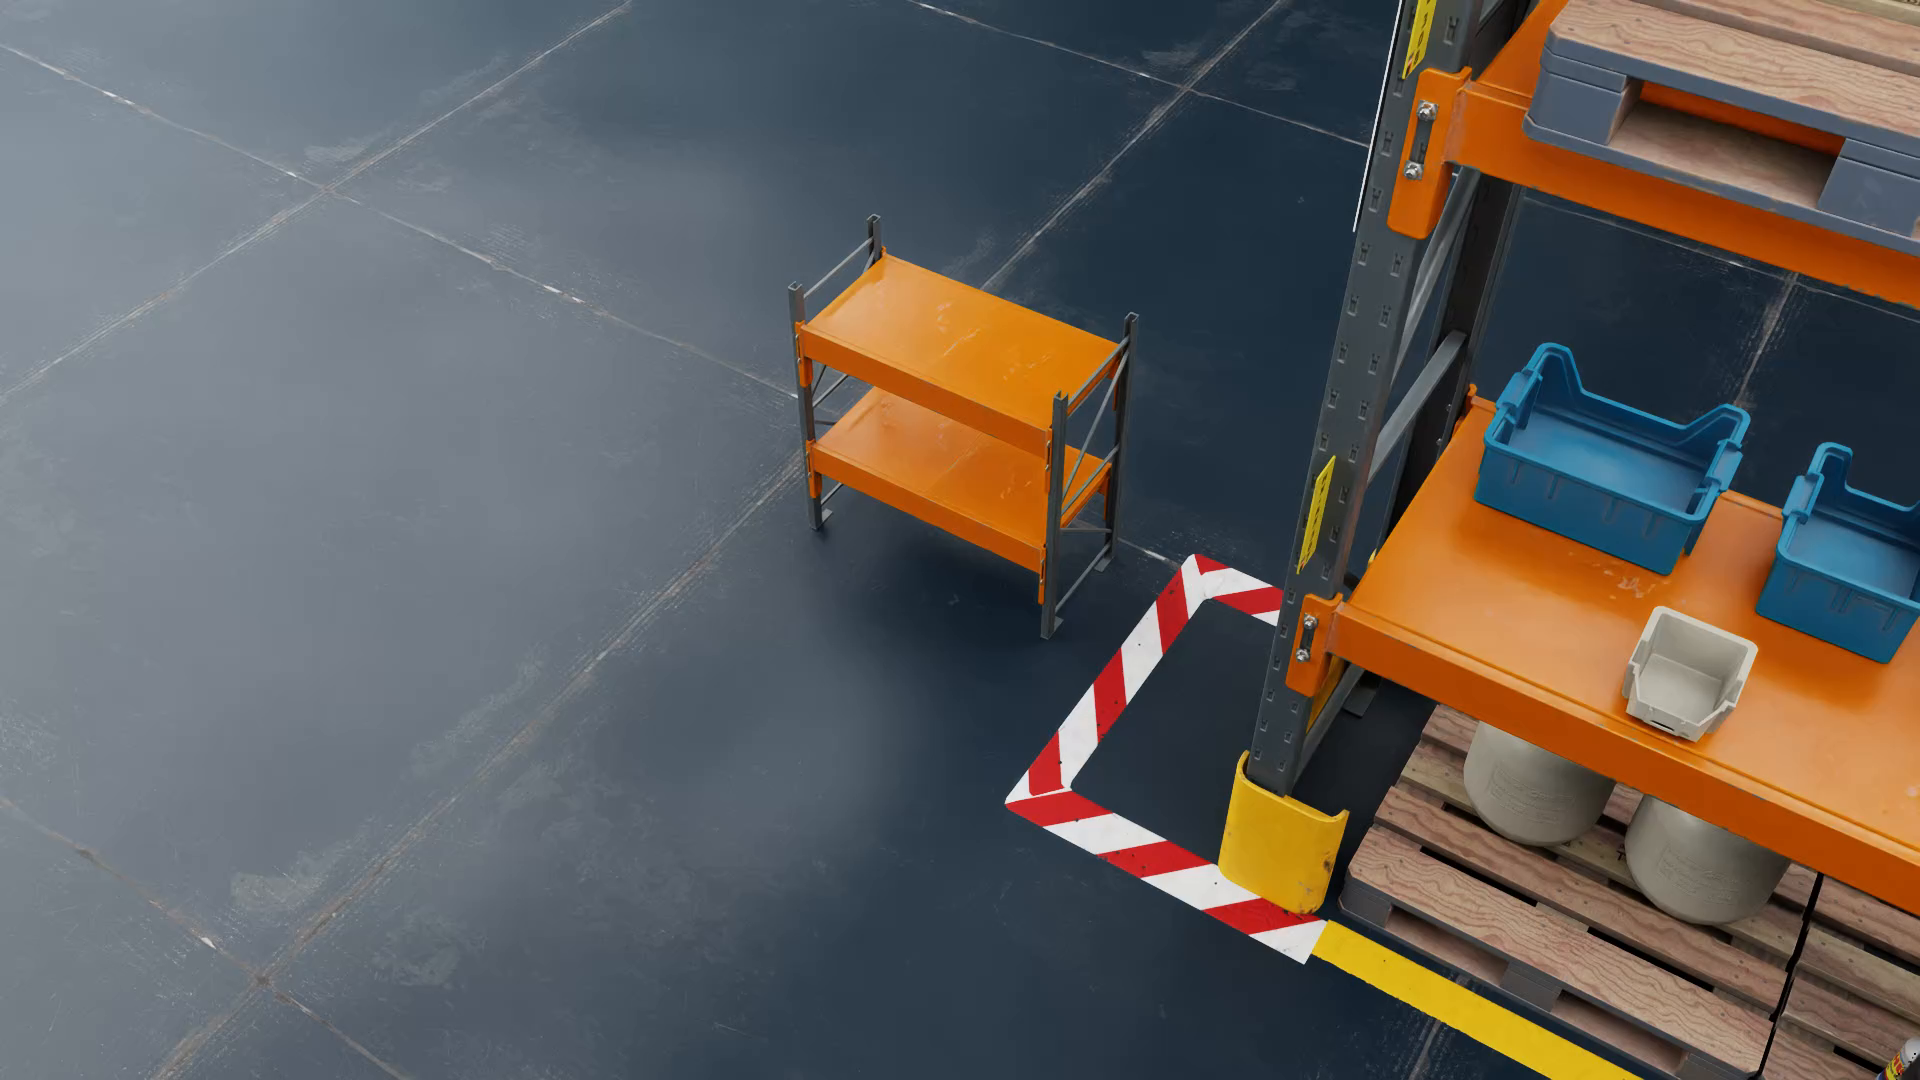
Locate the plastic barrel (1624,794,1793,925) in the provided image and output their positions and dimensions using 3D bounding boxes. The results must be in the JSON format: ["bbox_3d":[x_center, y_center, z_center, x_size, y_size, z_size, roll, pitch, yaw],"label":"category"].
[{"bbox_3d":[2.178,0.832,4.792,0.421,0.512,0.421,0,46,0],"label":"plastic barrel"}]

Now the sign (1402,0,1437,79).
[{"bbox_3d":[0.860,-1.009,3.041,0.005,0.325,0.100,25,51,22],"label":"sign"}]

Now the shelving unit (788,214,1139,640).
[{"bbox_3d":[0.006,-0.389,5.844,1.048,1.125,0.538,25,51,22],"label":"shelving unit"}]

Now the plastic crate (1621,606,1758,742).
[{"bbox_3d":[1.741,0.341,4.011,0.250,0.136,0.298,25,51,22],"label":"plastic crate"}]

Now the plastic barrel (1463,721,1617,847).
[{"bbox_3d":[1.756,0.638,4.980,0.421,0.512,0.421,0,46,0],"label":"plastic barrel"}]

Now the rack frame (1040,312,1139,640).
[{"bbox_3d":[0.434,-0.193,5.653,0.032,1.125,0.500,25,51,22],"label":"rack frame"}]

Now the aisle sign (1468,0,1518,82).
[{"bbox_3d":[1.261,-1.404,3.711,0.004,0.787,0.394,25,51,22],"label":"aisle sign"}]

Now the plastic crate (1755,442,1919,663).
[{"bbox_3d":[2.287,0.029,4.234,0.408,0.251,0.499,25,51,22],"label":"plastic crate"}]

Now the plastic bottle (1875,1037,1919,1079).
[{"bbox_3d":[2.519,1.396,4.397,0.097,0.271,0.097,0,46,0],"label":"plastic bottle"}]

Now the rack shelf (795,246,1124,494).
[{"bbox_3d":[0.006,-0.593,5.634,1.000,0.278,0.538,25,51,22],"label":"rack shelf"}]

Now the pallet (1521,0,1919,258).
[{"bbox_3d":[1.805,-0.891,3.065,1.213,0.211,1.003,25,51,22],"label":"pallet"}]

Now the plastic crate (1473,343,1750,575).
[{"bbox_3d":[1.744,-0.226,4.482,0.616,0.251,0.499,25,51,22],"label":"plastic crate"}]

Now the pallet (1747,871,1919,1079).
[{"bbox_3d":[2.954,1.472,4.672,1.213,0.211,1.003,25,51,22],"label":"pallet"}]

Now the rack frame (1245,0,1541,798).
[{"bbox_3d":[1.161,-0.291,4.442,0.127,3.000,1.000,25,51,22],"label":"rack frame"}]

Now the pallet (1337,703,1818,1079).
[{"bbox_3d":[1.931,0.999,5.132,1.213,0.211,1.003,25,51,22],"label":"pallet"}]

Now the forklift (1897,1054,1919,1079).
[{"bbox_3d":[1.614,1.948,2.313,3.031,2.935,1.130,26,51,23],"label":"forklift"}]

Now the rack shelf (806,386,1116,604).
[{"bbox_3d":[0.006,-0.219,6.019,1.000,0.278,0.538,25,51,22],"label":"rack shelf"}]

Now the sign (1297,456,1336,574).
[{"bbox_3d":[0.860,-0.057,4.021,0.005,0.325,0.100,25,51,22],"label":"sign"}]

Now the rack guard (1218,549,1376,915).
[{"bbox_3d":[1.250,0.581,5.337,0.348,0.500,1.175,25,51,22],"label":"rack guard"}]

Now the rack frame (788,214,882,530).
[{"bbox_3d":[-0.422,-0.586,6.035,0.032,1.125,0.500,25,51,22],"label":"rack frame"}]

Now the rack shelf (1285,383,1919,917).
[{"bbox_3d":[2.845,0.734,3.947,4.000,0.370,1.077,25,51,22],"label":"rack shelf"}]

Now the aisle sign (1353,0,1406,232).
[{"bbox_3d":[0.942,-1.048,3.364,0.004,0.787,0.394,25,51,22],"label":"aisle sign"}]

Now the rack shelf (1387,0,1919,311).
[{"bbox_3d":[2.845,-0.312,2.871,4.000,0.370,1.077,25,51,22],"label":"rack shelf"}]
